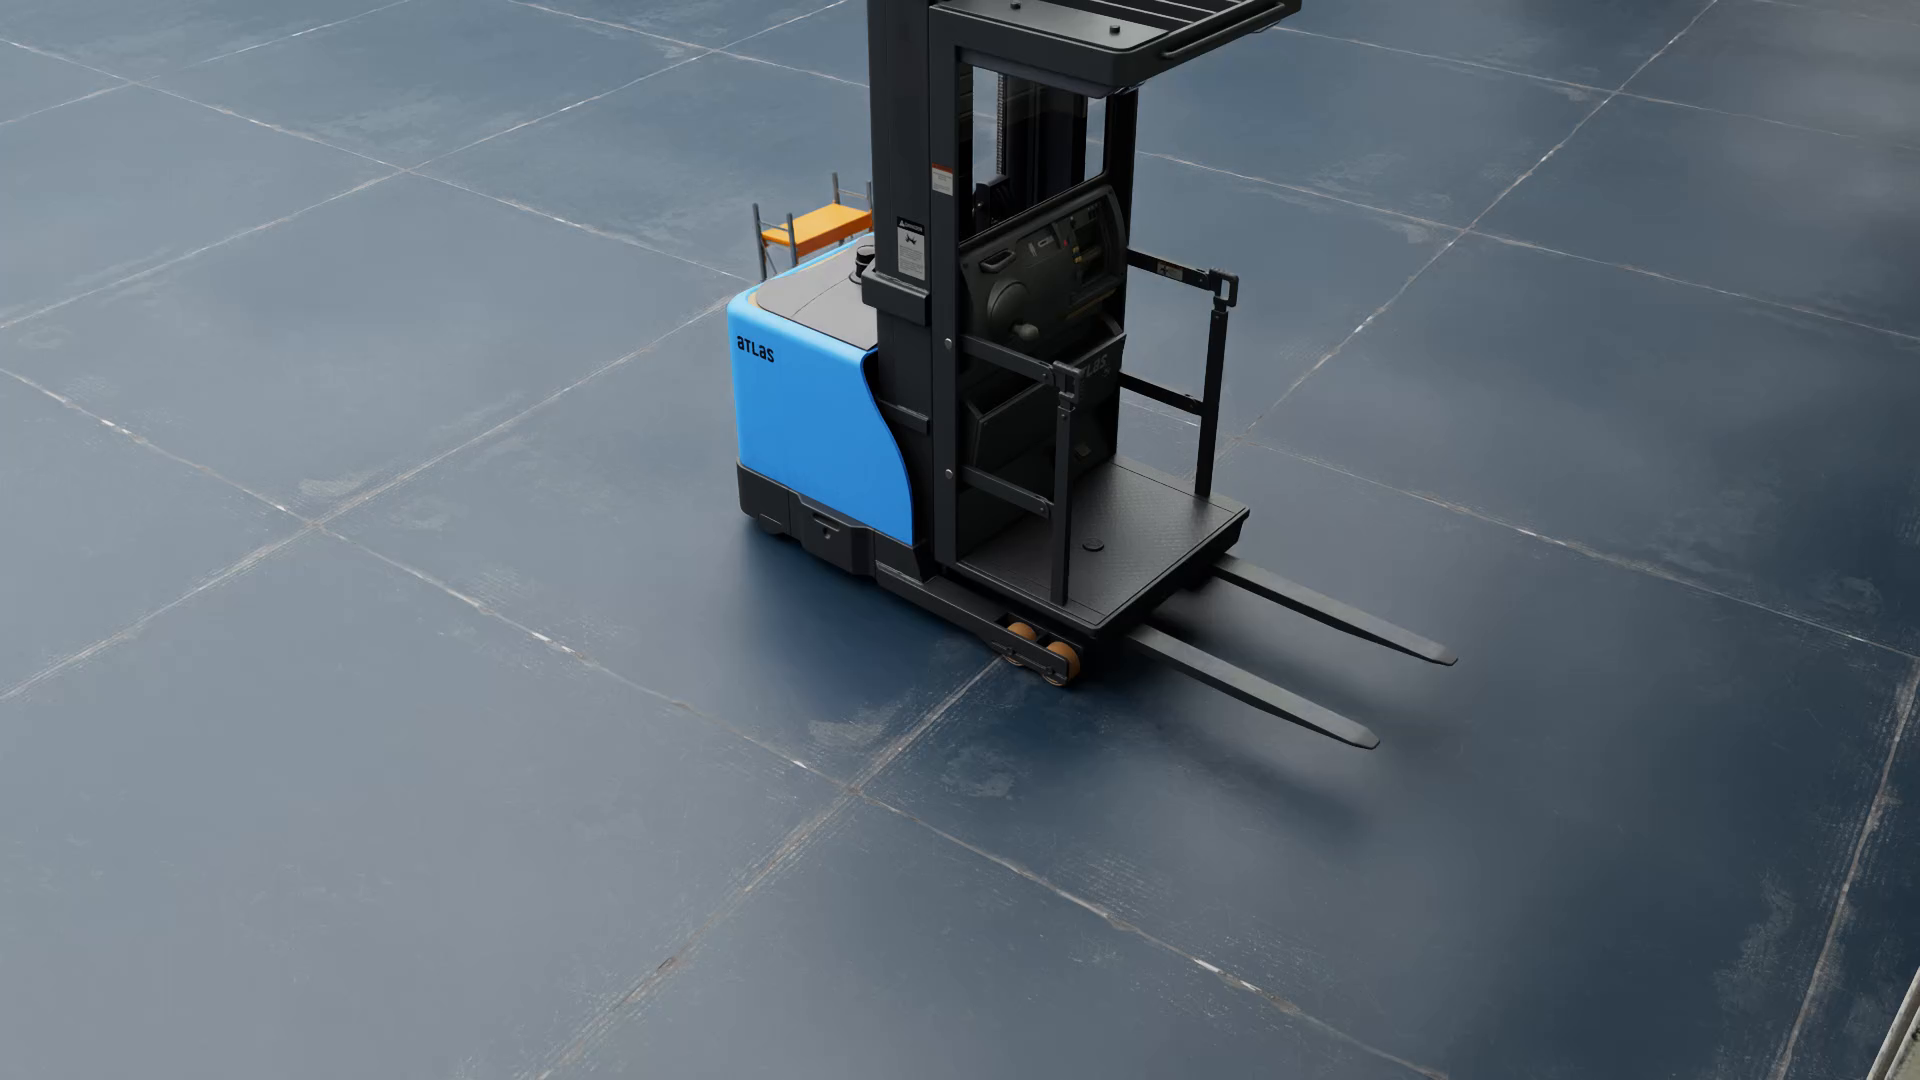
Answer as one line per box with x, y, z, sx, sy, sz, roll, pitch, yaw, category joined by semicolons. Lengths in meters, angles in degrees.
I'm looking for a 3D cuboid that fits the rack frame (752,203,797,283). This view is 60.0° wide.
-0.781;-0.926;7.531;0.240;1.200;0.015;22;40;37;rack frame

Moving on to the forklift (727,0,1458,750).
0.484;-0.989;6.096;3.031;2.935;1.130;25;41;32;forklift

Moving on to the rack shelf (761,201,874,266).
-0.642;-1.364;7.480;0.258;0.148;0.480;22;40;37;rack shelf

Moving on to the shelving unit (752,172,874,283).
-0.619;-1.028;7.682;0.258;1.200;0.503;22;40;37;shelving unit

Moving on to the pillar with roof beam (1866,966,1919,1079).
-1.189;-3.149;3.874;9.100;9.000;0.400;21;39;28;pillar with roof beam

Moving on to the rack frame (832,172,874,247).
-0.456;-1.130;7.832;0.240;1.200;0.015;22;40;37;rack frame
